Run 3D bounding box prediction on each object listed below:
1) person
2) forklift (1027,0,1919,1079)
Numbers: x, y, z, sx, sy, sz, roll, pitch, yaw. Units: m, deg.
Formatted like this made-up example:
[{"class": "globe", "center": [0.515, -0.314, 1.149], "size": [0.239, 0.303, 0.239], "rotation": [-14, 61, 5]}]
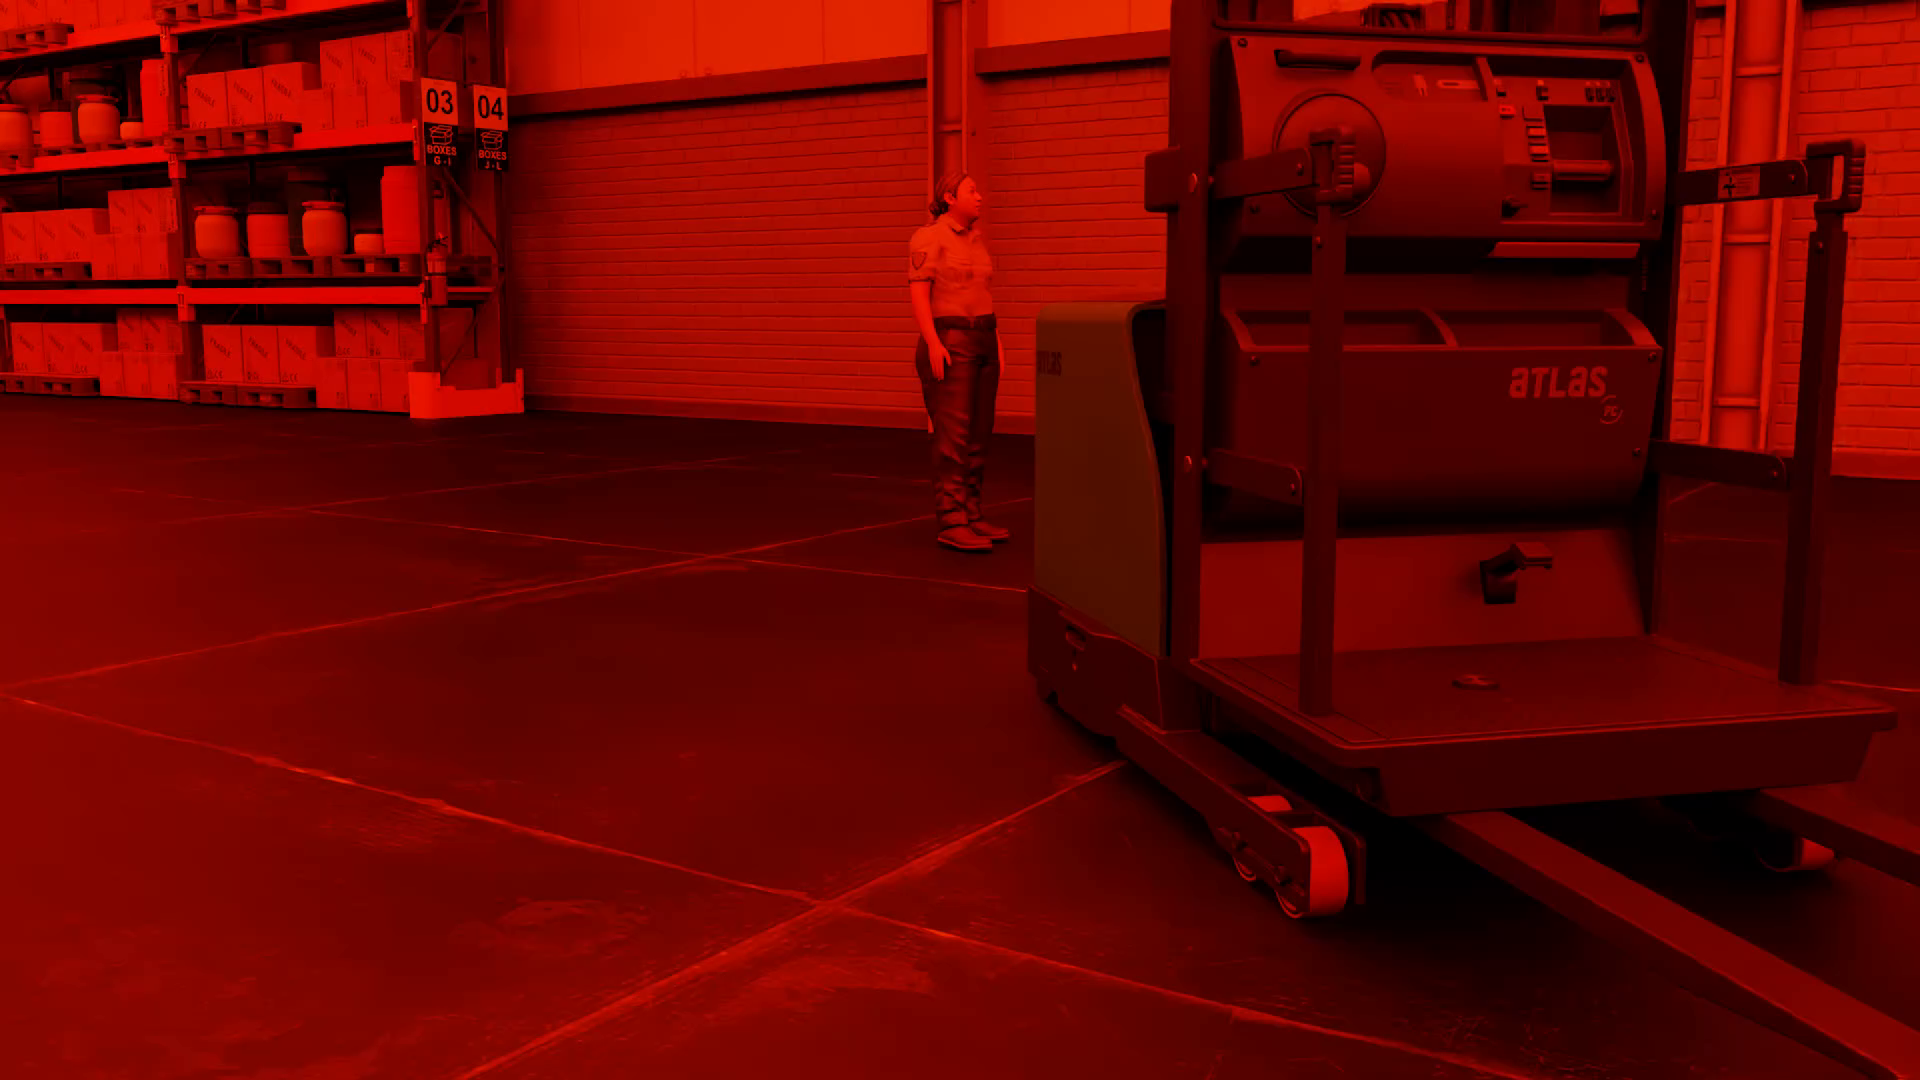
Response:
[{"class": "person", "center": [0.061, -0.809, 7.419], "size": [0.503, 1.640, 0.598], "rotation": [5, 10, 34]}, {"class": "forklift", "center": [1.035, -0.843, 3.122], "size": [1.130, 2.935, 3.031], "rotation": [-2, 8, -14]}]
